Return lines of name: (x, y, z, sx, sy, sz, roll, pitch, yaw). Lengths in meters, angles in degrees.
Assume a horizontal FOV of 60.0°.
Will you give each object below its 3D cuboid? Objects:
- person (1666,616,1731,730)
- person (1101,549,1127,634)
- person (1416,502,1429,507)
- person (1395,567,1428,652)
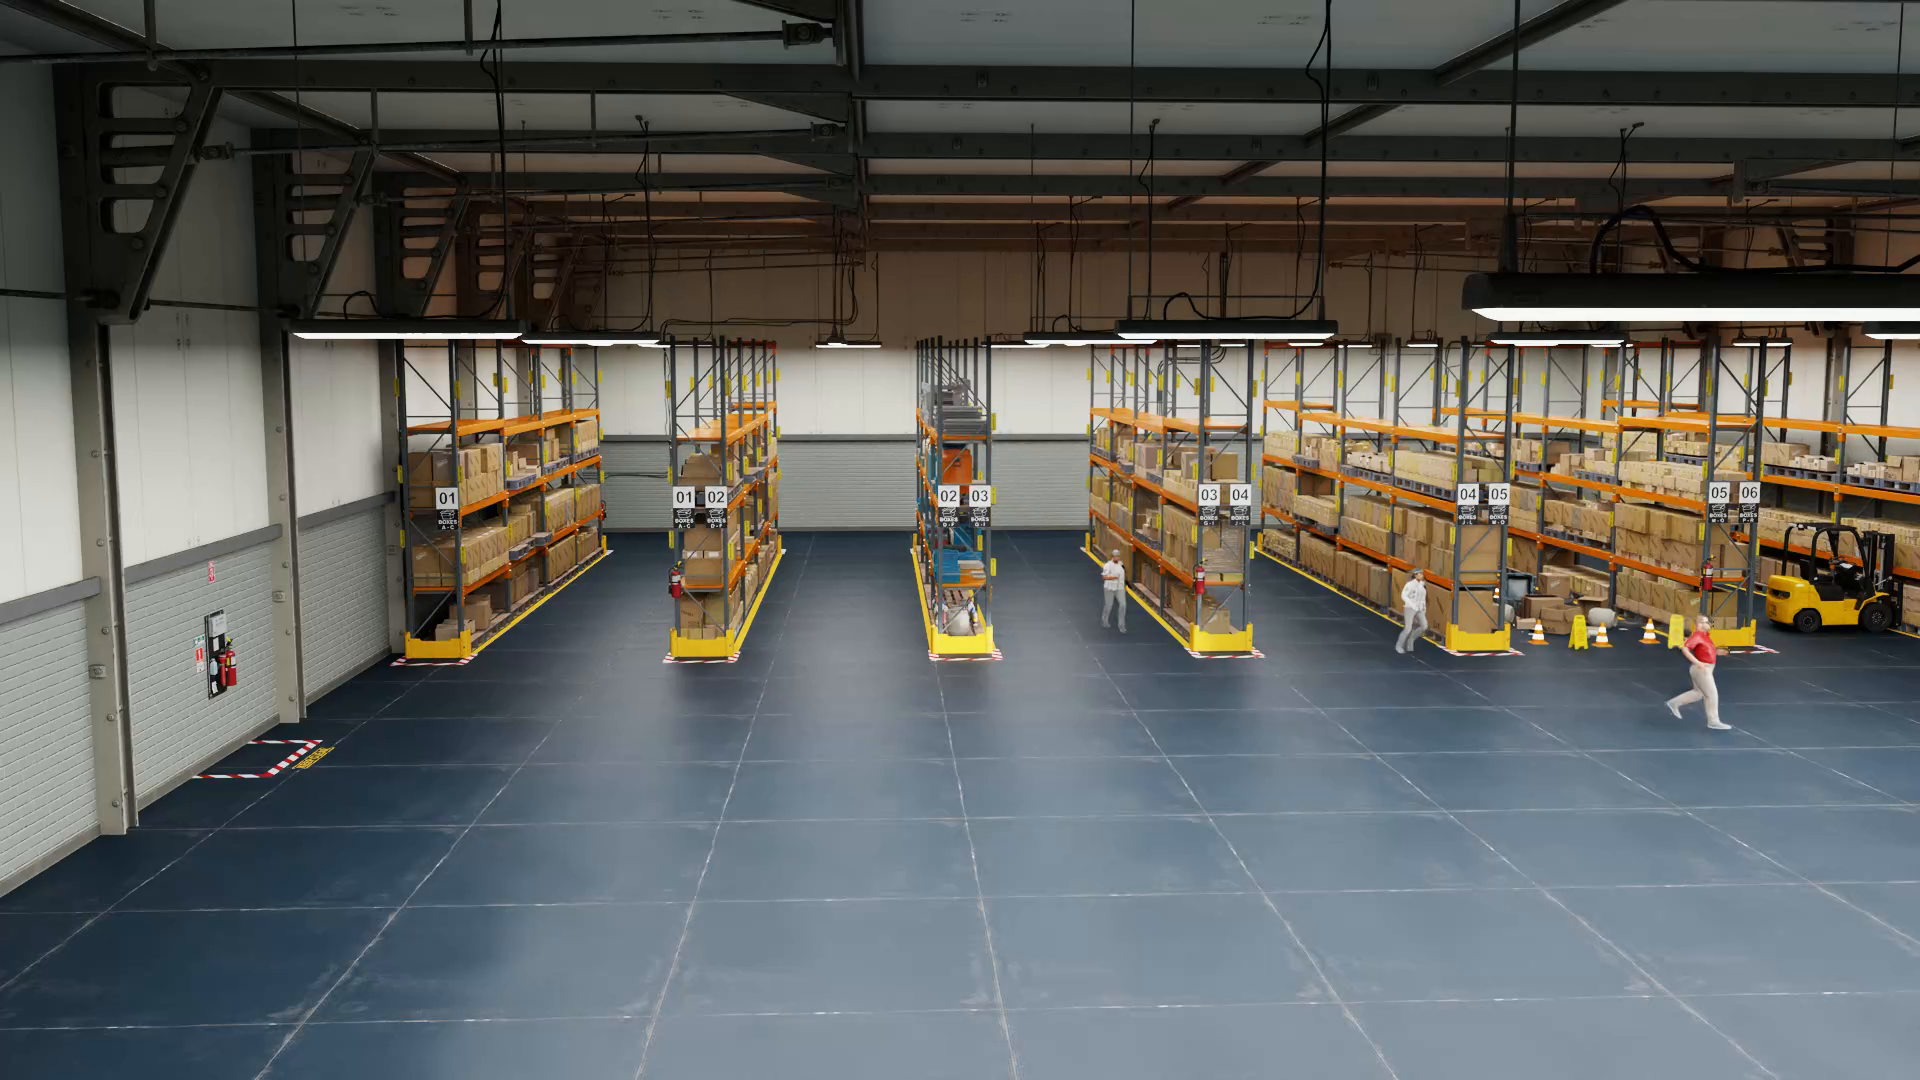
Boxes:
person: (11.264, 1.994, 25.307, 0.953, 1.698, 0.672, 4, 8, 31)
person: (3.154, 1.037, 34.053, 0.550, 1.715, 0.816, -2, 7, -14)
person: (13.743, -0.733, 49.517, 0.912, 1.654, 0.673, 2, 7, 19)
person: (8.670, 1.319, 31.610, 0.674, 1.637, 0.573, -3, 7, -25)
